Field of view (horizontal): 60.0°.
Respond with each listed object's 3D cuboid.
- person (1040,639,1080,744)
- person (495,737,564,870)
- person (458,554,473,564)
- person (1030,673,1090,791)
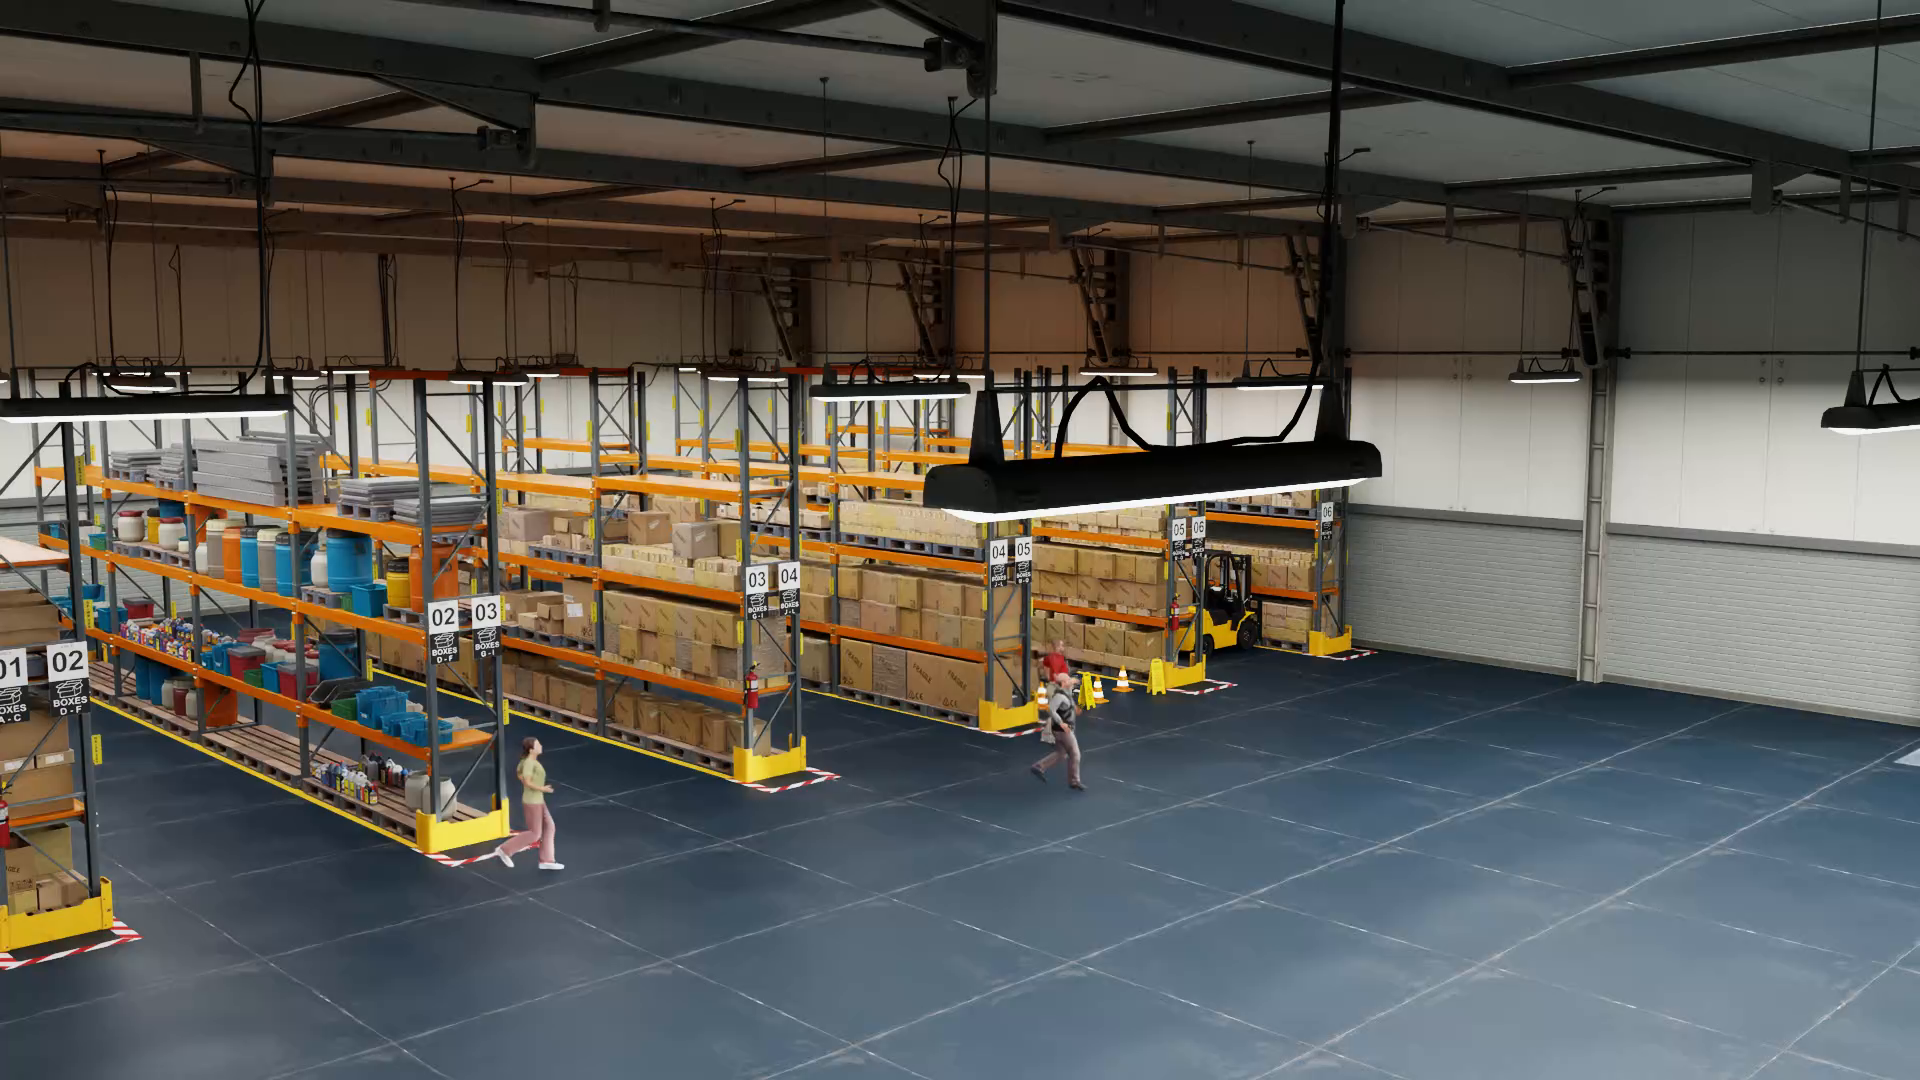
[{"bbox_3d":[1.624,2.458,26.930,0.644,1.720,0.672,0,6,3],"label":"person"},{"bbox_3d":[-5.284,3.226,20.360,0.809,1.648,0.601,-2,7,-14],"label":"person"},{"bbox_3d":[-11.801,1.026,39.529,0.696,1.716,0.832,4,7,29],"label":"person"},{"bbox_3d":[1.452,2.773,24.058,0.862,1.731,0.590,0,6,-2],"label":"person"}]
